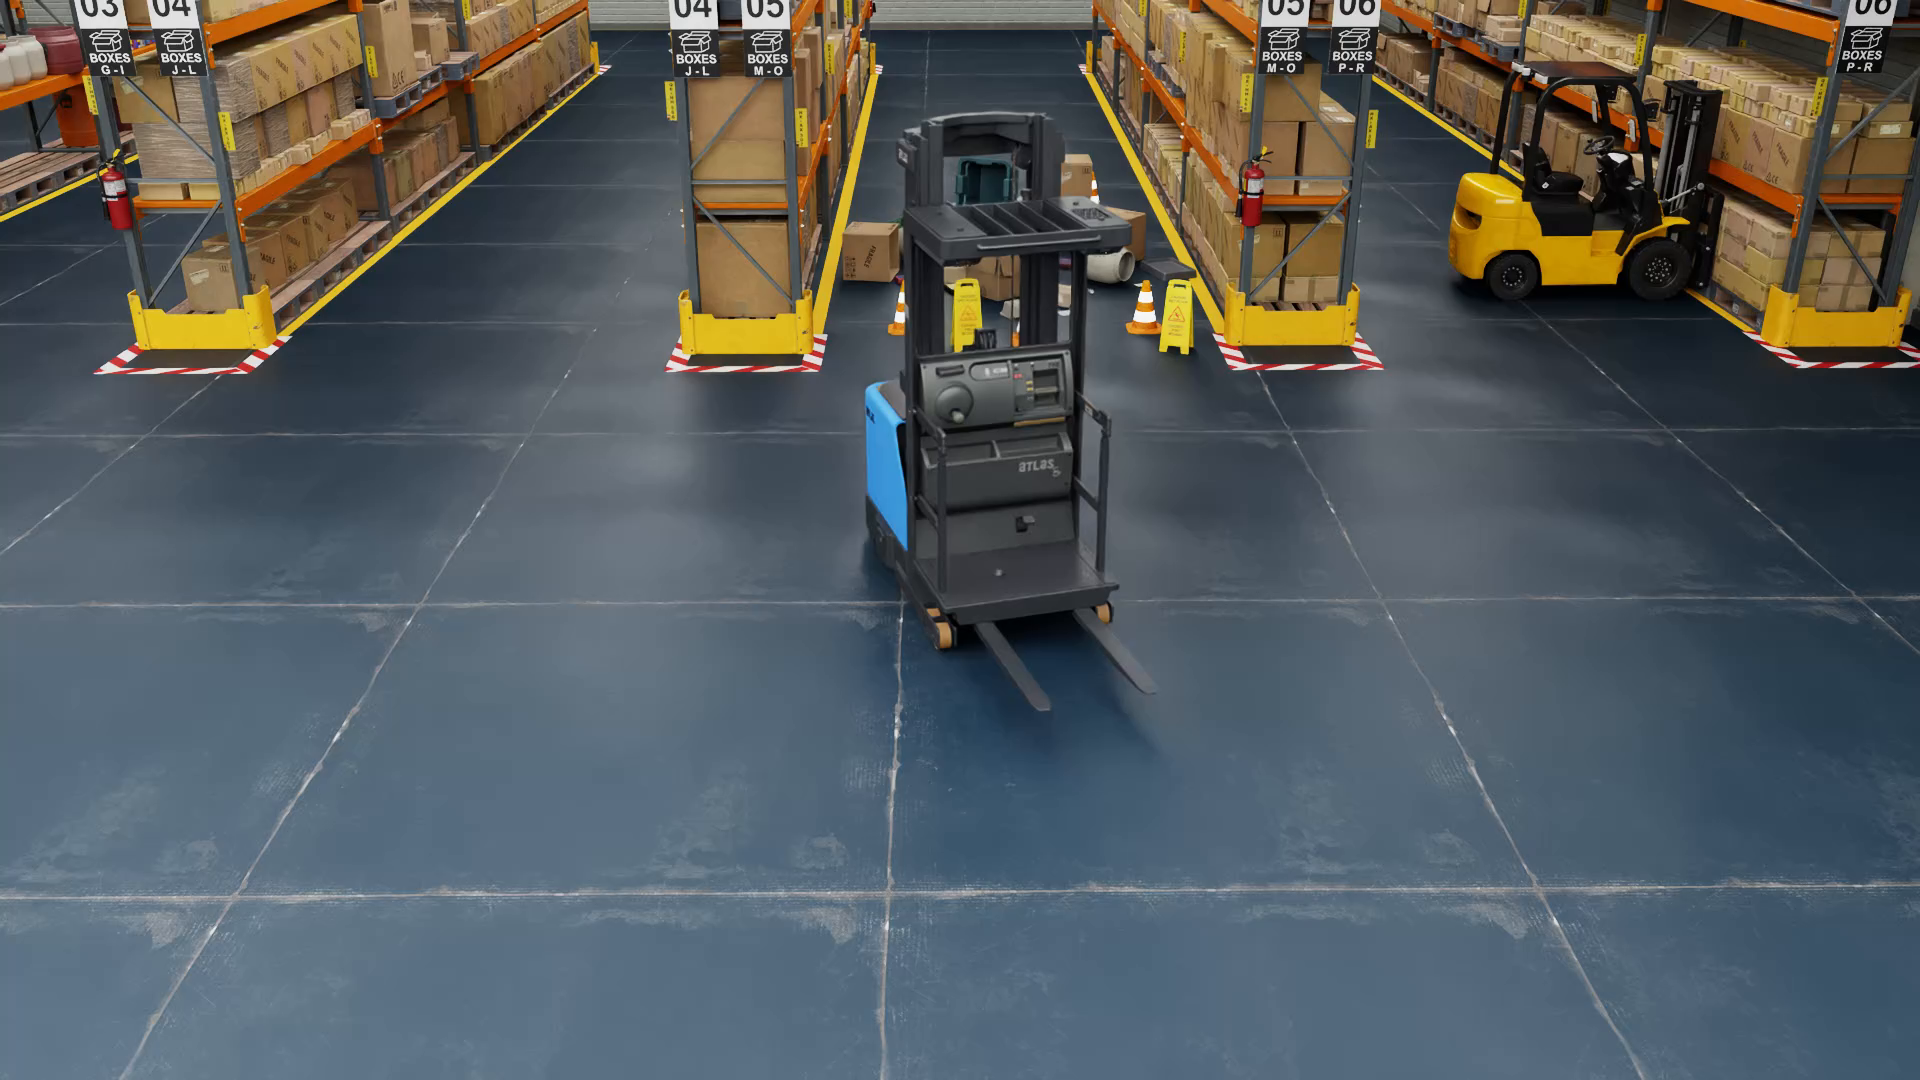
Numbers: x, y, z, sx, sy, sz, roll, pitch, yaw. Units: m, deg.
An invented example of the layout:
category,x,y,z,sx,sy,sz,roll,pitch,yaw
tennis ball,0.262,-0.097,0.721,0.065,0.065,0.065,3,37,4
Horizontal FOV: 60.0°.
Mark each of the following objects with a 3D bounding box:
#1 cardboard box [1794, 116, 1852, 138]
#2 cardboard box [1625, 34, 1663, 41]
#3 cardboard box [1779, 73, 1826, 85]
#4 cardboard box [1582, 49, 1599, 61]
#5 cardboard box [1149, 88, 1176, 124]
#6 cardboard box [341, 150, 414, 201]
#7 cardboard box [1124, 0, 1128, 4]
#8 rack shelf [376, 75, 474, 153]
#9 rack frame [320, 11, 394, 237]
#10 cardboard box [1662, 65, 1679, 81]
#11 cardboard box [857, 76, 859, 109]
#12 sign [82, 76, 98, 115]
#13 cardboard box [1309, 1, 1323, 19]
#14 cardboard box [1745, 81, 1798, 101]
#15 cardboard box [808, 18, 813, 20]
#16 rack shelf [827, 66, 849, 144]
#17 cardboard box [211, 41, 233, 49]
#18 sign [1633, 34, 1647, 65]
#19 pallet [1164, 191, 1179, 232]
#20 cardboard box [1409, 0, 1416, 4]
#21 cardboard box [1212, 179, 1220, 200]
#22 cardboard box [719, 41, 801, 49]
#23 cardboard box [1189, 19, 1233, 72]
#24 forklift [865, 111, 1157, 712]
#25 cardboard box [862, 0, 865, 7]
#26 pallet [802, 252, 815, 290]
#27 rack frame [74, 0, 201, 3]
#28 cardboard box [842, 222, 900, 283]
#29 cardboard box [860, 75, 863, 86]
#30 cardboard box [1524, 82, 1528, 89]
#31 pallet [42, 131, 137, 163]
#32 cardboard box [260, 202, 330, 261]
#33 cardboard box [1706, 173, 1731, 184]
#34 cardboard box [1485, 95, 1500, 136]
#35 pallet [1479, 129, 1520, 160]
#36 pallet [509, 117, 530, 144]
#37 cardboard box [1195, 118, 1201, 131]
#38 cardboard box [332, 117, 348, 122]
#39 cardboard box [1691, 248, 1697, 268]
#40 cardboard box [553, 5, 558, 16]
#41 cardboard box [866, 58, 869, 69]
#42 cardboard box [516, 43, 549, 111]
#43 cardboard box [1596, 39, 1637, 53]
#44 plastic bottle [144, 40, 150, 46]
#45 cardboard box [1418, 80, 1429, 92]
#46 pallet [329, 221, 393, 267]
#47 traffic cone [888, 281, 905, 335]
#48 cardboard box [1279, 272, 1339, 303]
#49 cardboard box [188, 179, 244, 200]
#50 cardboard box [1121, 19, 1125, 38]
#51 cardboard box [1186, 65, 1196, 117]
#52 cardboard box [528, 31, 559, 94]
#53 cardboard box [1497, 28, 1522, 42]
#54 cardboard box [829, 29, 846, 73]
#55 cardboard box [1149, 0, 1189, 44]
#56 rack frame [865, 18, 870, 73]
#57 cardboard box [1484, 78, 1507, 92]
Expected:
category,x,y,z,sx,sy,sz,roll,pitch,yaw
cardboard box,7.709,-3.686,14.851,0.380,0.149,0.250,0,24,0
cardboard box,8.190,-5.967,19.894,0.380,0.149,0.250,0,24,0
cardboard box,8.215,-4.456,16.194,0.380,0.149,0.250,0,24,0
cardboard box,7.676,-5.635,19.644,0.500,0.250,0.500,0,24,0
cardboard box,3.018,-5.984,22.909,0.875,0.875,0.875,0,24,-1
cardboard box,-6.895,-4.294,19.604,0.700,0.500,0.500,0,24,-1
cardboard box,2.652,-8.026,24.022,0.500,0.500,0.500,-1,24,-2
rack shelf,-6.945,-5.279,20.156,1.077,0.370,4.000,0,24,-1
rack frame,-6.923,-4.783,18.185,1.000,3.000,0.127,0,24,-1
cardboard box,7.694,-4.953,17.653,0.380,0.149,0.250,0,24,1
cardboard box,-1.790,-6.809,25.188,0.500,0.500,0.500,-1,24,-2
sign,-7.435,-3.812,14.250,0.100,0.325,0.005,0,24,-1
cardboard box,3.258,-4.677,14.617,0.380,0.149,0.250,-1,24,-2
cardboard box,7.672,-4.245,15.727,0.380,0.149,0.250,0,24,1
cardboard box,-1.974,-5.469,18.368,0.700,0.500,0.500,-1,24,-1
rack shelf,-1.984,-5.260,20.113,1.077,0.370,4.000,0,24,-1
cardboard box,-7.147,-4.409,15.662,0.500,0.500,0.500,0,24,-1
sign,7.407,-5.336,18.100,0.100,0.325,0.005,0,24,-1
pallet,2.976,-3.878,19.568,1.003,0.211,1.213,0,24,-1
cardboard box,7.600,-8.836,26.967,0.500,0.250,0.500,0,24,-1
cardboard box,2.688,-3.447,16.361,0.380,0.149,0.250,1,24,2
cardboard box,-1.989,-4.504,16.076,0.875,0.550,0.500,0,24,-1
cardboard box,2.758,-5.071,17.127,0.700,0.500,0.500,0,24,0
forklift,0.288,-0.870,9.618,1.130,2.935,3.031,-7,25,-16
cardboard box,-1.785,-8.858,26.713,0.500,0.500,0.500,-1,24,-2
pallet,-2.016,-2.675,16.909,1.003,0.211,1.213,0,24,-1
rack frame,-6.880,-5.868,13.304,1.000,3.000,0.127,0,24,-1
cardboard box,-0.920,-2.991,17.253,0.500,0.500,0.500,4,25,9
cardboard box,-1.734,-7.239,26.204,0.380,0.149,0.250,1,24,2
cardboard box,8.191,-6.495,23.708,0.380,0.149,0.250,-1,24,-2
pallet,-11.970,-5.463,23.073,1.003,0.211,1.213,0,24,-1
cardboard box,-6.860,-3.179,17.162,0.500,0.500,0.500,-2,24,-5
cardboard box,7.653,-3.629,17.247,0.500,0.250,0.500,1,24,1
cardboard box,7.691,-5.931,23.248,0.500,0.500,0.500,-1,24,-1
pallet,7.935,-5.537,23.236,1.003,0.211,1.213,0,24,-1
pallet,-6.911,-5.987,24.232,1.003,0.211,1.213,0,24,-1
cardboard box,2.723,-4.478,17.816,0.380,0.149,0.250,0,24,1
cardboard box,-6.691,-4.375,17.588,0.380,0.149,0.250,0,24,-1
cardboard box,7.651,-2.959,16.979,0.500,0.250,0.500,1,24,1
cardboard box,-6.695,-8.519,26.750,0.380,0.149,0.250,-1,24,-1
cardboard box,-1.775,-8.279,28.866,0.380,0.149,0.250,0,24,1
cardboard box,-6.984,-7.039,25.242,1.225,0.875,0.875,0,24,0
cardboard box,7.677,-5.755,19.427,0.380,0.149,0.250,-1,24,-2
plastic bottle,-11.614,-7.203,23.597,0.144,0.351,0.185,0,24,-1
cardboard box,7.562,-7.268,26.631,0.380,0.149,0.250,-1,24,-2
pallet,-6.881,-3.236,18.148,1.003,0.211,1.213,0,24,-1
traffic cone,-0.505,-2.185,15.519,0.336,0.463,0.334,0,24,-1
cardboard box,3.297,-2.451,15.857,0.500,0.250,0.500,0,24,-1
cardboard box,-6.645,-3.139,14.855,0.380,0.149,0.250,0,24,-1
cardboard box,2.636,-7.449,24.261,0.500,0.250,0.500,0,24,-1
cardboard box,2.712,-4.826,17.798,0.500,0.500,0.500,0,24,-1
cardboard box,-6.938,-7.575,26.427,0.875,0.875,0.875,0,24,-1
cardboard box,7.515,-6.845,22.541,0.380,0.149,0.250,0,24,0
cardboard box,-1.733,-6.273,21.358,0.500,0.500,0.500,0,24,-1
cardboard box,2.716,-6.662,21.347,0.500,0.500,0.500,-1,24,-2
rack frame,-2.094,-9.708,29.075,1.000,3.000,0.127,0,24,-1
cardboard box,7.694,-6.483,23.680,0.380,0.149,0.250,-1,24,-1
